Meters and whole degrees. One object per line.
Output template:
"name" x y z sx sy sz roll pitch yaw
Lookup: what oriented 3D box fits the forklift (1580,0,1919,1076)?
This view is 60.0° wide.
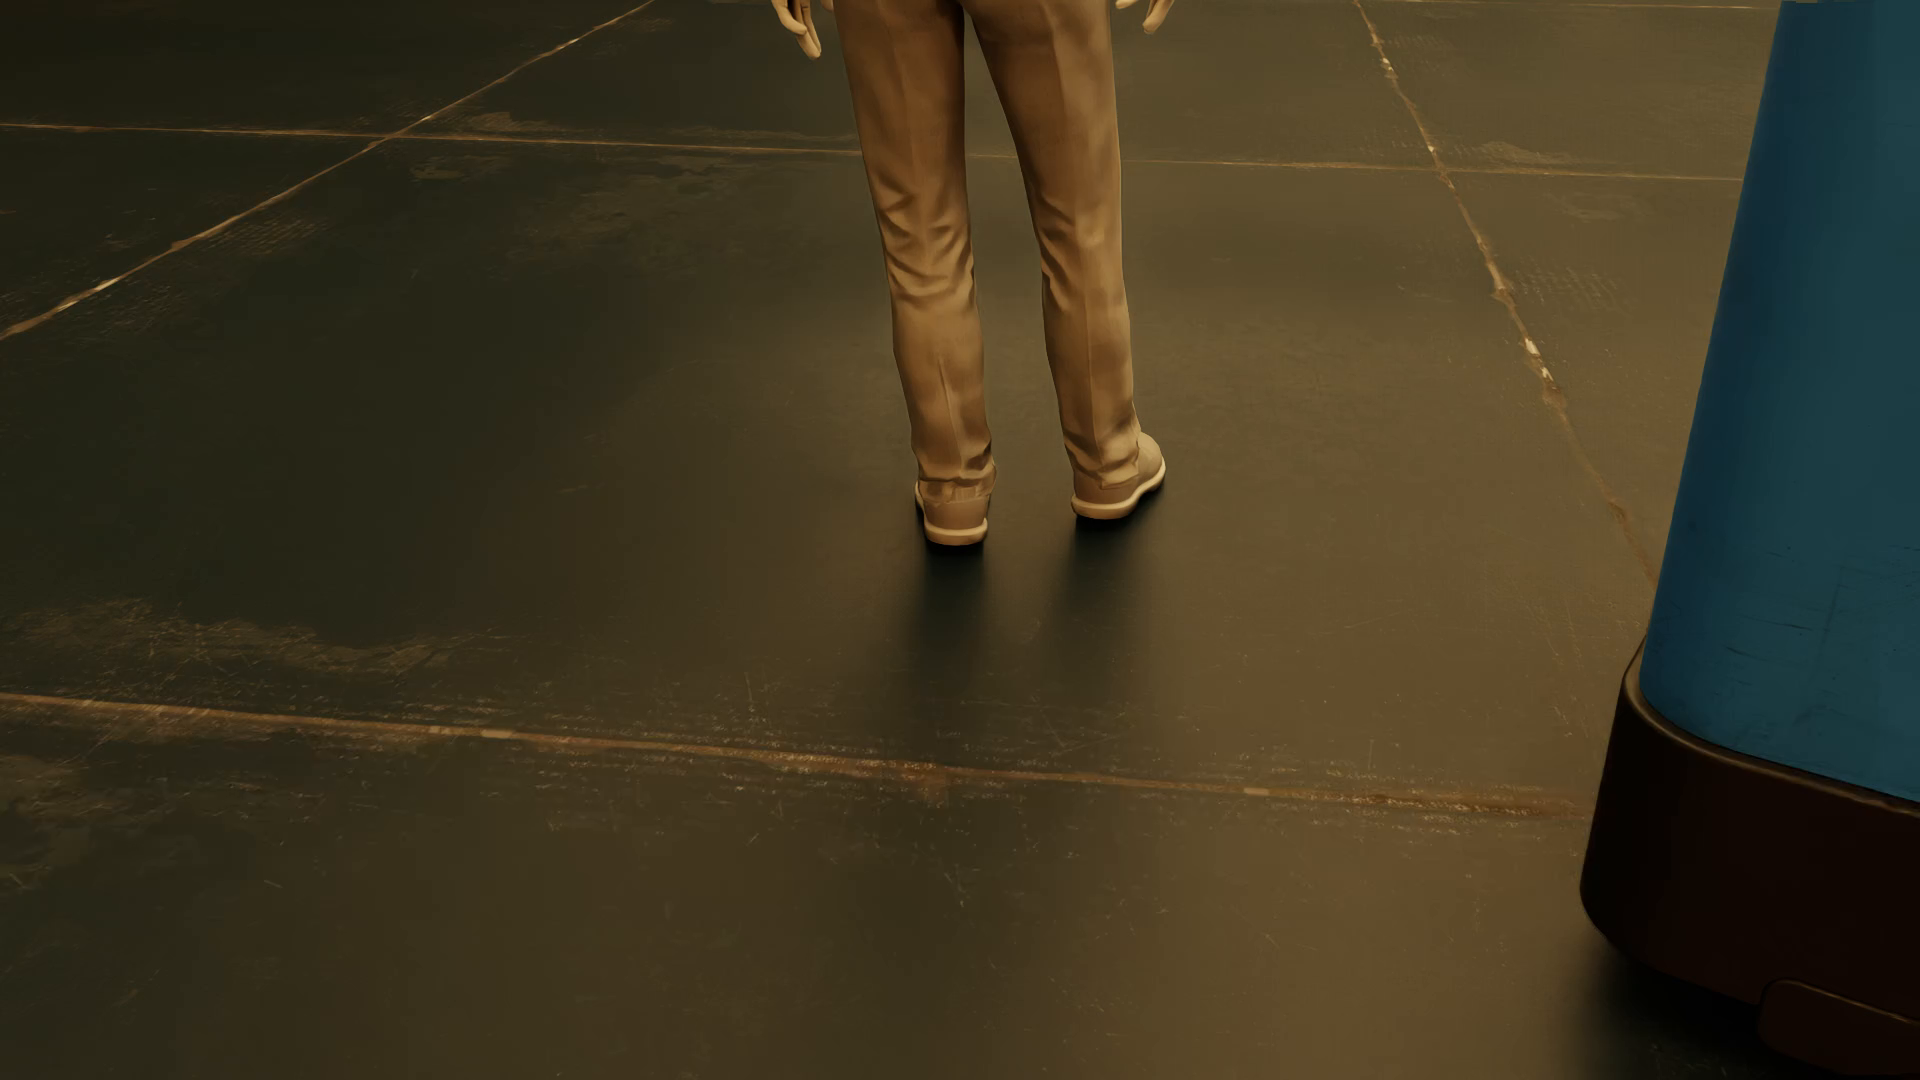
"forklift" 1.664 -0.805 0.902 1.939 2.867 1.129 16 31 29

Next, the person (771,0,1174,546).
"person" 0.027 -0.781 2.200 0.568 1.651 0.501 3 27 7
